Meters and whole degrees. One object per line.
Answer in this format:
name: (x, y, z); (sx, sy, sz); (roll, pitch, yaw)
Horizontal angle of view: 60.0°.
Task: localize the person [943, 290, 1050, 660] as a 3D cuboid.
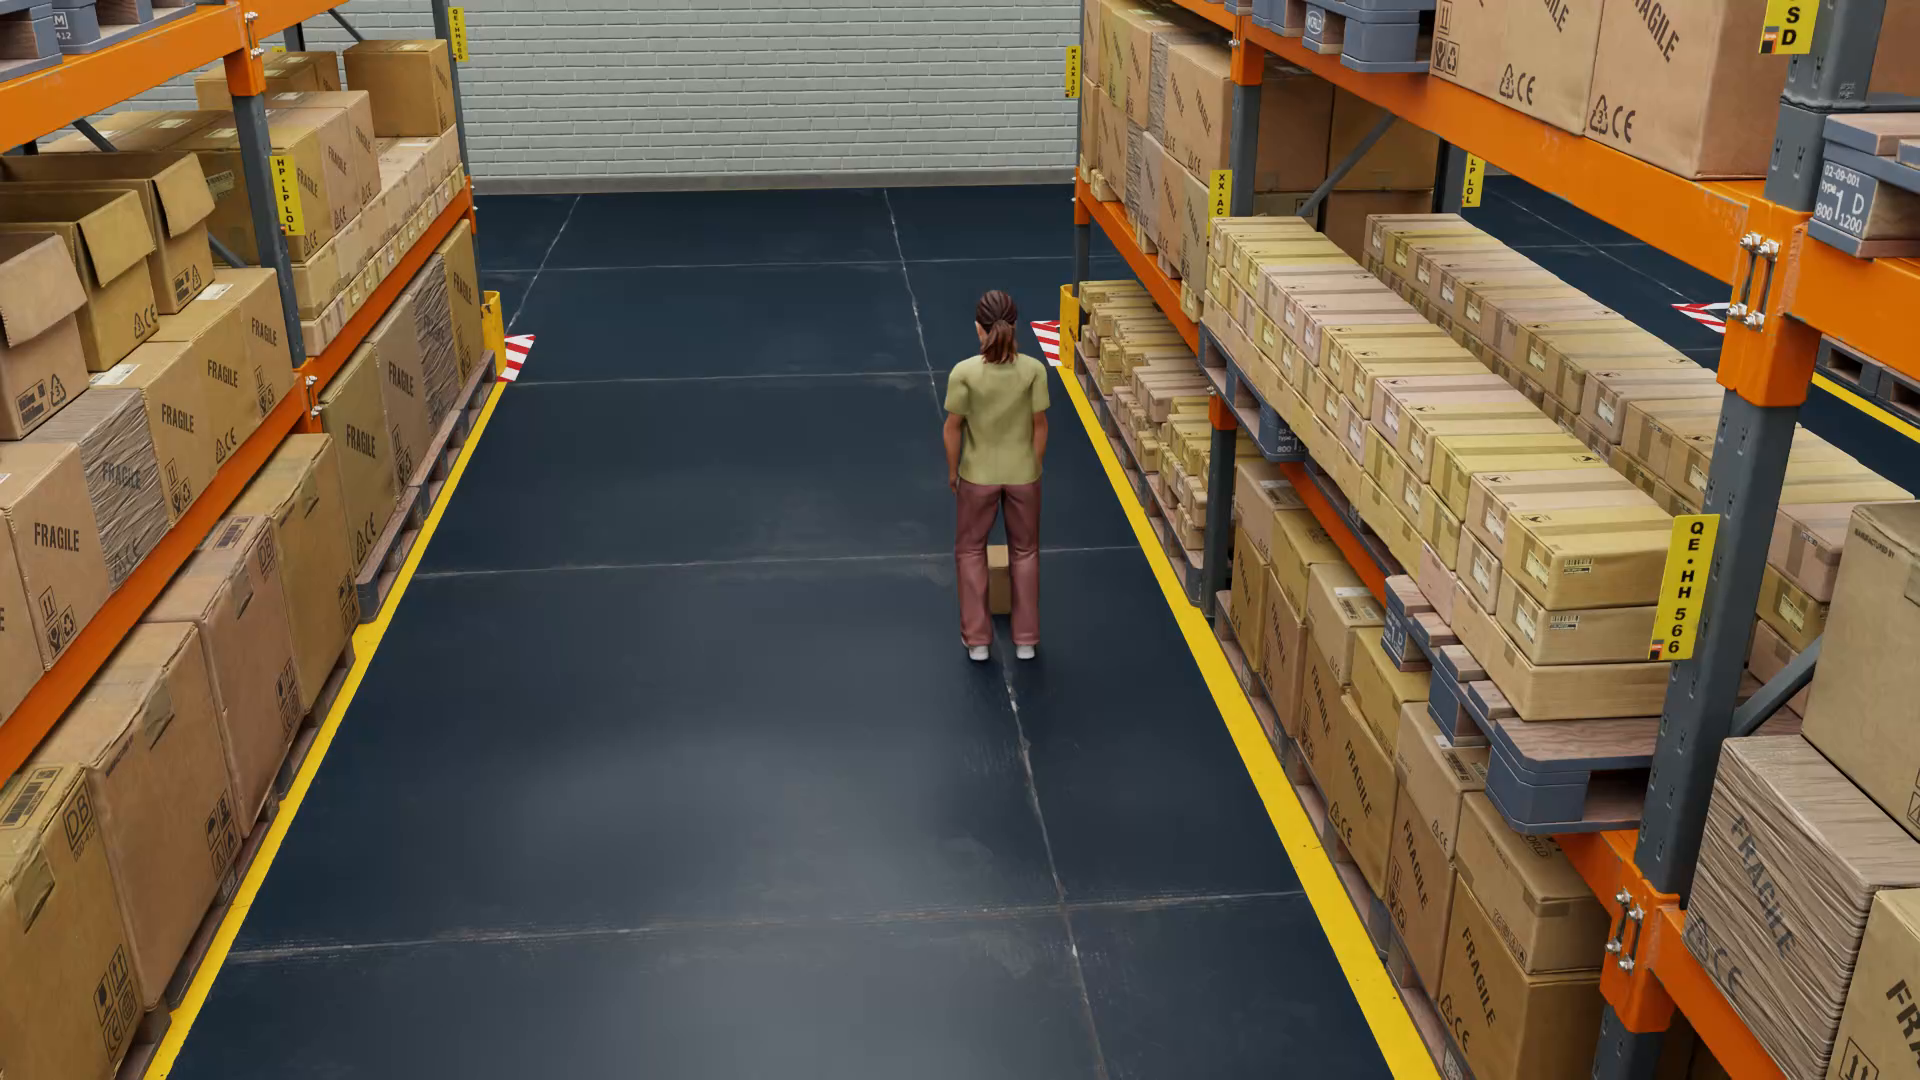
person: (0.154, -0.256, 7.221); (0.455, 1.652, 0.356); (-2, 24, -4)
